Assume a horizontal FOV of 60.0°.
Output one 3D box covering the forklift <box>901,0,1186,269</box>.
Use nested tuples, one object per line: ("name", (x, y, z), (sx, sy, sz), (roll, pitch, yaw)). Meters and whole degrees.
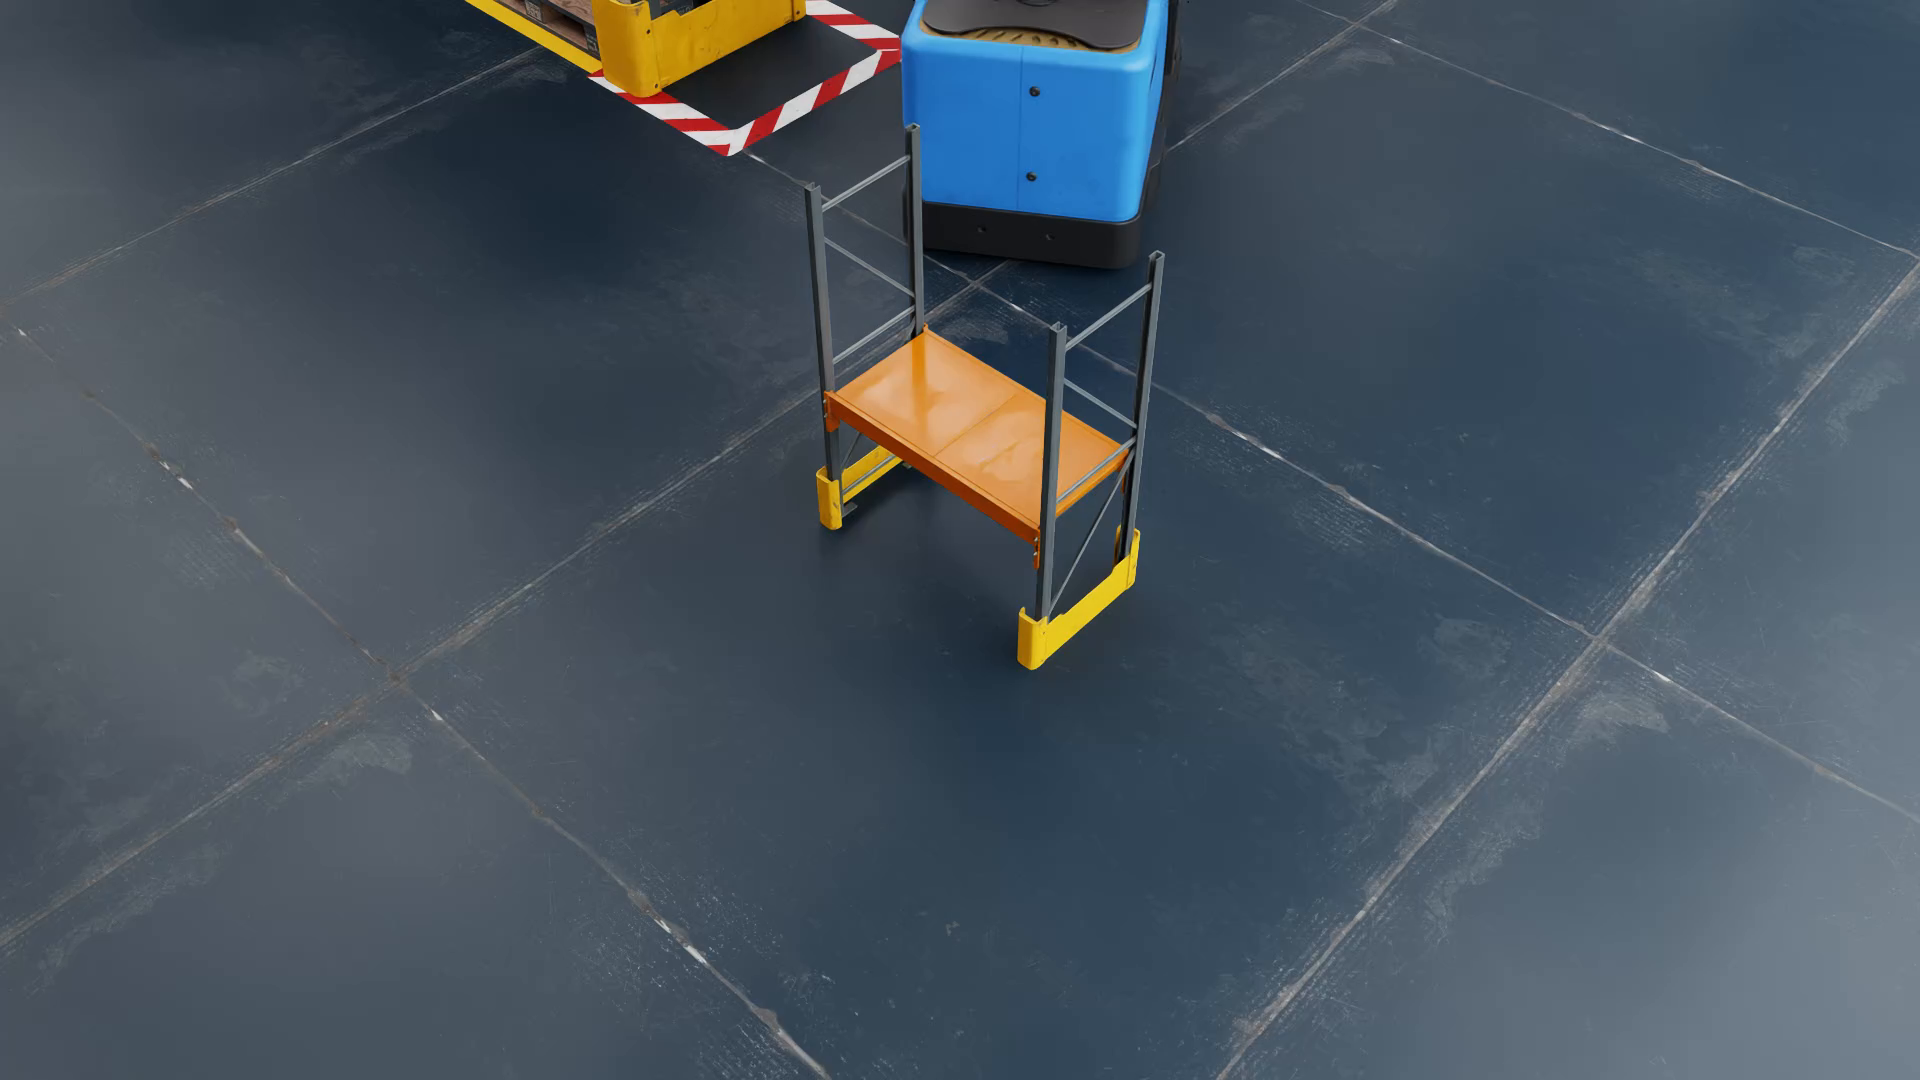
("forklift", (0.524, -3.278, 7.317), (1.130, 2.935, 3.031), (8, 47, 7))

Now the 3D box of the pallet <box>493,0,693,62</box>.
("pallet", (-1.911, -3.070, 8.988), (1.213, 0.211, 1.003), (34, 55, 28))

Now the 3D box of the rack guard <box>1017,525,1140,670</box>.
("rack guard", (0.422, 0.198, 5.892), (0.087, 0.250, 0.587), (34, 55, 28))

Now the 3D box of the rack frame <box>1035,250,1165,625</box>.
("rack frame", (0.436, -0.220, 5.428), (0.032, 1.500, 0.500), (34, 55, 28))

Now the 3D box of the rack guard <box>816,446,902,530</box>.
("rack guard", (-0.310, -0.294, 6.355), (0.087, 0.250, 0.587), (34, 55, 28))

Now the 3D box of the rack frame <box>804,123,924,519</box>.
("rack frame", (-0.311, -0.723, 5.900), (0.032, 1.500, 0.500), (34, 55, 28))

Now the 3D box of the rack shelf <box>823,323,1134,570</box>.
("rack shelf", (0.063, -0.348, 5.795), (1.000, 0.185, 0.538), (34, 55, 28))

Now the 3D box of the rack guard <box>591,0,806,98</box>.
("rack guard", (-1.318, -2.765, 8.503), (0.348, 0.500, 1.175), (34, 55, 28))

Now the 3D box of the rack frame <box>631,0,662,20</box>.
("rack frame", (-1.230, -3.608, 7.580), (0.127, 3.000, 1.000), (34, 55, 28))

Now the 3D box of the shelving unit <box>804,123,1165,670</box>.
("shelving unit", (0.056, -0.476, 5.668), (1.083, 1.500, 0.587), (34, 55, 28))
